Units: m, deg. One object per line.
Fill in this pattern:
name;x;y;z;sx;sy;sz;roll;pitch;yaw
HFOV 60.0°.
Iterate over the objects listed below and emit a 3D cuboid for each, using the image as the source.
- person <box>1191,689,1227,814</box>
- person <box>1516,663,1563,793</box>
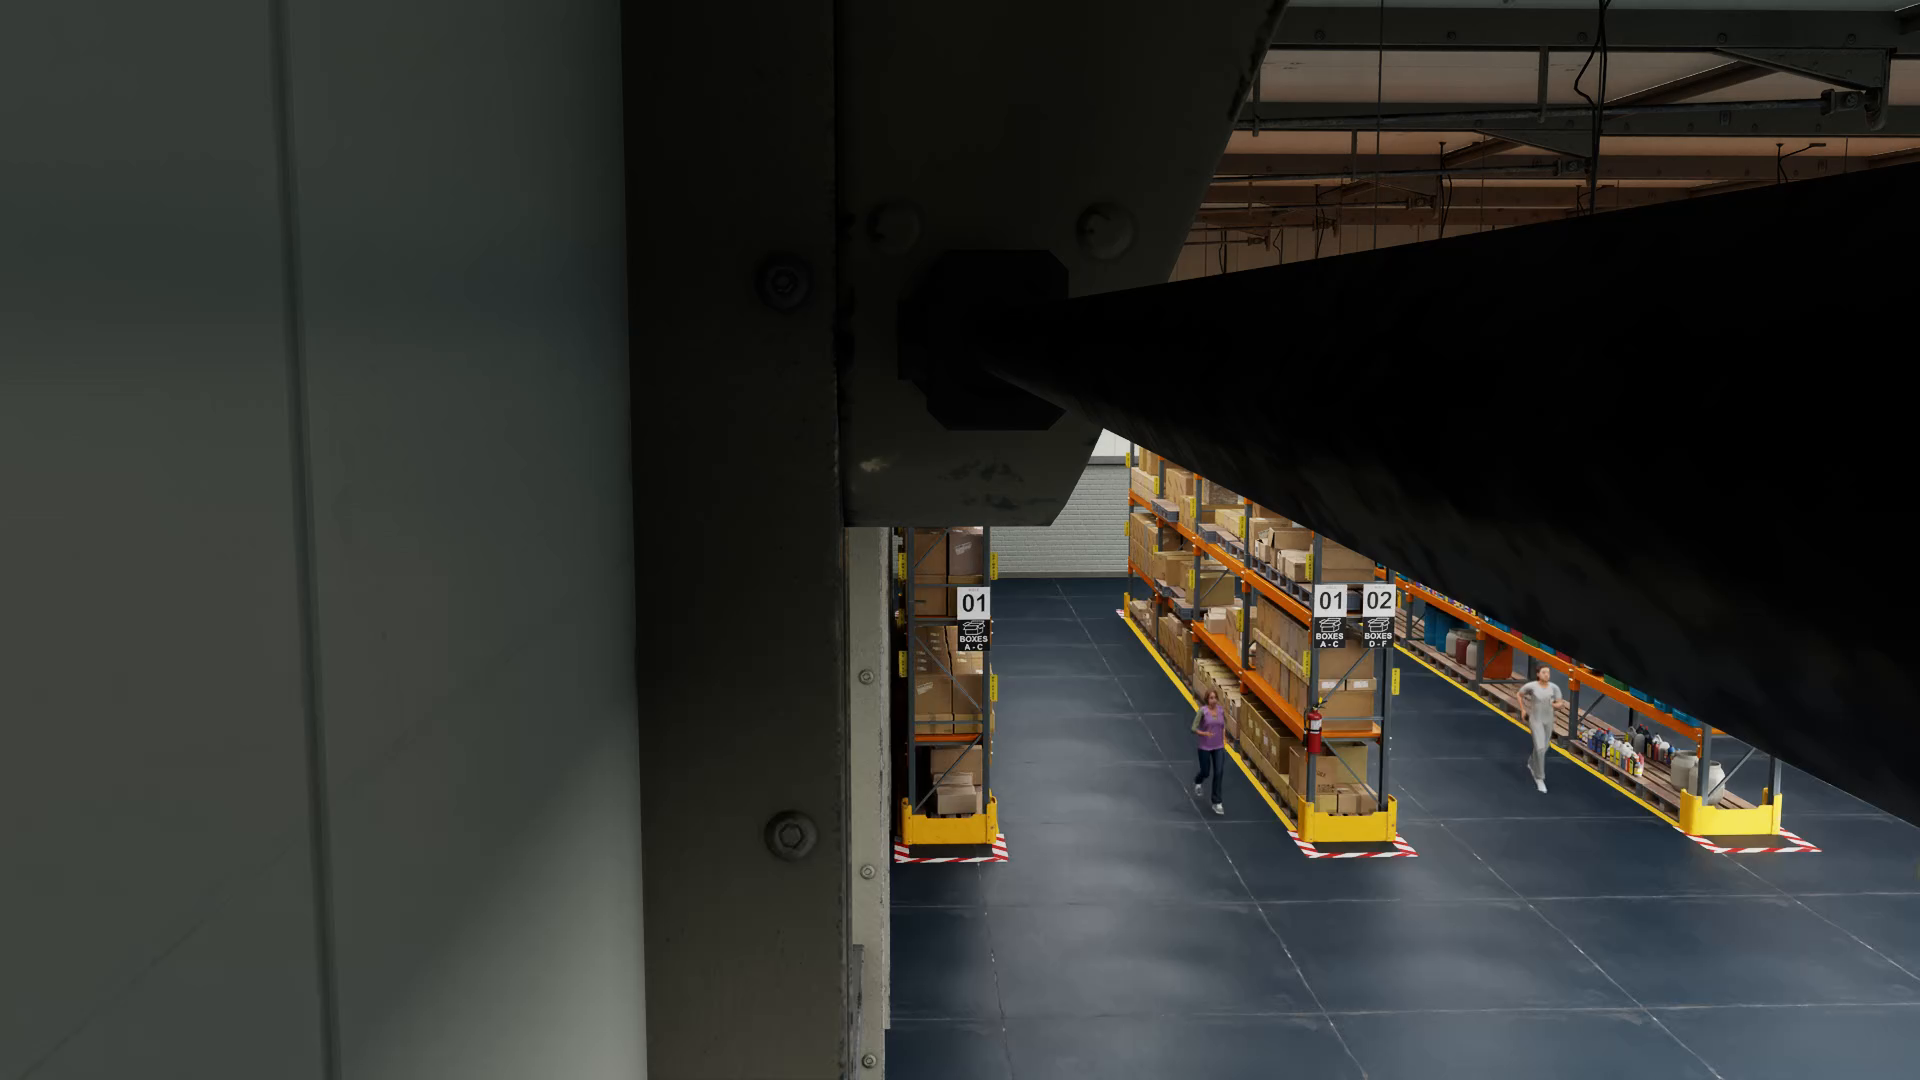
person;3.297;2.734;21.844;0.541;1.574;0.867;-1;7;-10
person;8.029;2.551;23.010;0.541;1.715;0.830;-1;7;-5
